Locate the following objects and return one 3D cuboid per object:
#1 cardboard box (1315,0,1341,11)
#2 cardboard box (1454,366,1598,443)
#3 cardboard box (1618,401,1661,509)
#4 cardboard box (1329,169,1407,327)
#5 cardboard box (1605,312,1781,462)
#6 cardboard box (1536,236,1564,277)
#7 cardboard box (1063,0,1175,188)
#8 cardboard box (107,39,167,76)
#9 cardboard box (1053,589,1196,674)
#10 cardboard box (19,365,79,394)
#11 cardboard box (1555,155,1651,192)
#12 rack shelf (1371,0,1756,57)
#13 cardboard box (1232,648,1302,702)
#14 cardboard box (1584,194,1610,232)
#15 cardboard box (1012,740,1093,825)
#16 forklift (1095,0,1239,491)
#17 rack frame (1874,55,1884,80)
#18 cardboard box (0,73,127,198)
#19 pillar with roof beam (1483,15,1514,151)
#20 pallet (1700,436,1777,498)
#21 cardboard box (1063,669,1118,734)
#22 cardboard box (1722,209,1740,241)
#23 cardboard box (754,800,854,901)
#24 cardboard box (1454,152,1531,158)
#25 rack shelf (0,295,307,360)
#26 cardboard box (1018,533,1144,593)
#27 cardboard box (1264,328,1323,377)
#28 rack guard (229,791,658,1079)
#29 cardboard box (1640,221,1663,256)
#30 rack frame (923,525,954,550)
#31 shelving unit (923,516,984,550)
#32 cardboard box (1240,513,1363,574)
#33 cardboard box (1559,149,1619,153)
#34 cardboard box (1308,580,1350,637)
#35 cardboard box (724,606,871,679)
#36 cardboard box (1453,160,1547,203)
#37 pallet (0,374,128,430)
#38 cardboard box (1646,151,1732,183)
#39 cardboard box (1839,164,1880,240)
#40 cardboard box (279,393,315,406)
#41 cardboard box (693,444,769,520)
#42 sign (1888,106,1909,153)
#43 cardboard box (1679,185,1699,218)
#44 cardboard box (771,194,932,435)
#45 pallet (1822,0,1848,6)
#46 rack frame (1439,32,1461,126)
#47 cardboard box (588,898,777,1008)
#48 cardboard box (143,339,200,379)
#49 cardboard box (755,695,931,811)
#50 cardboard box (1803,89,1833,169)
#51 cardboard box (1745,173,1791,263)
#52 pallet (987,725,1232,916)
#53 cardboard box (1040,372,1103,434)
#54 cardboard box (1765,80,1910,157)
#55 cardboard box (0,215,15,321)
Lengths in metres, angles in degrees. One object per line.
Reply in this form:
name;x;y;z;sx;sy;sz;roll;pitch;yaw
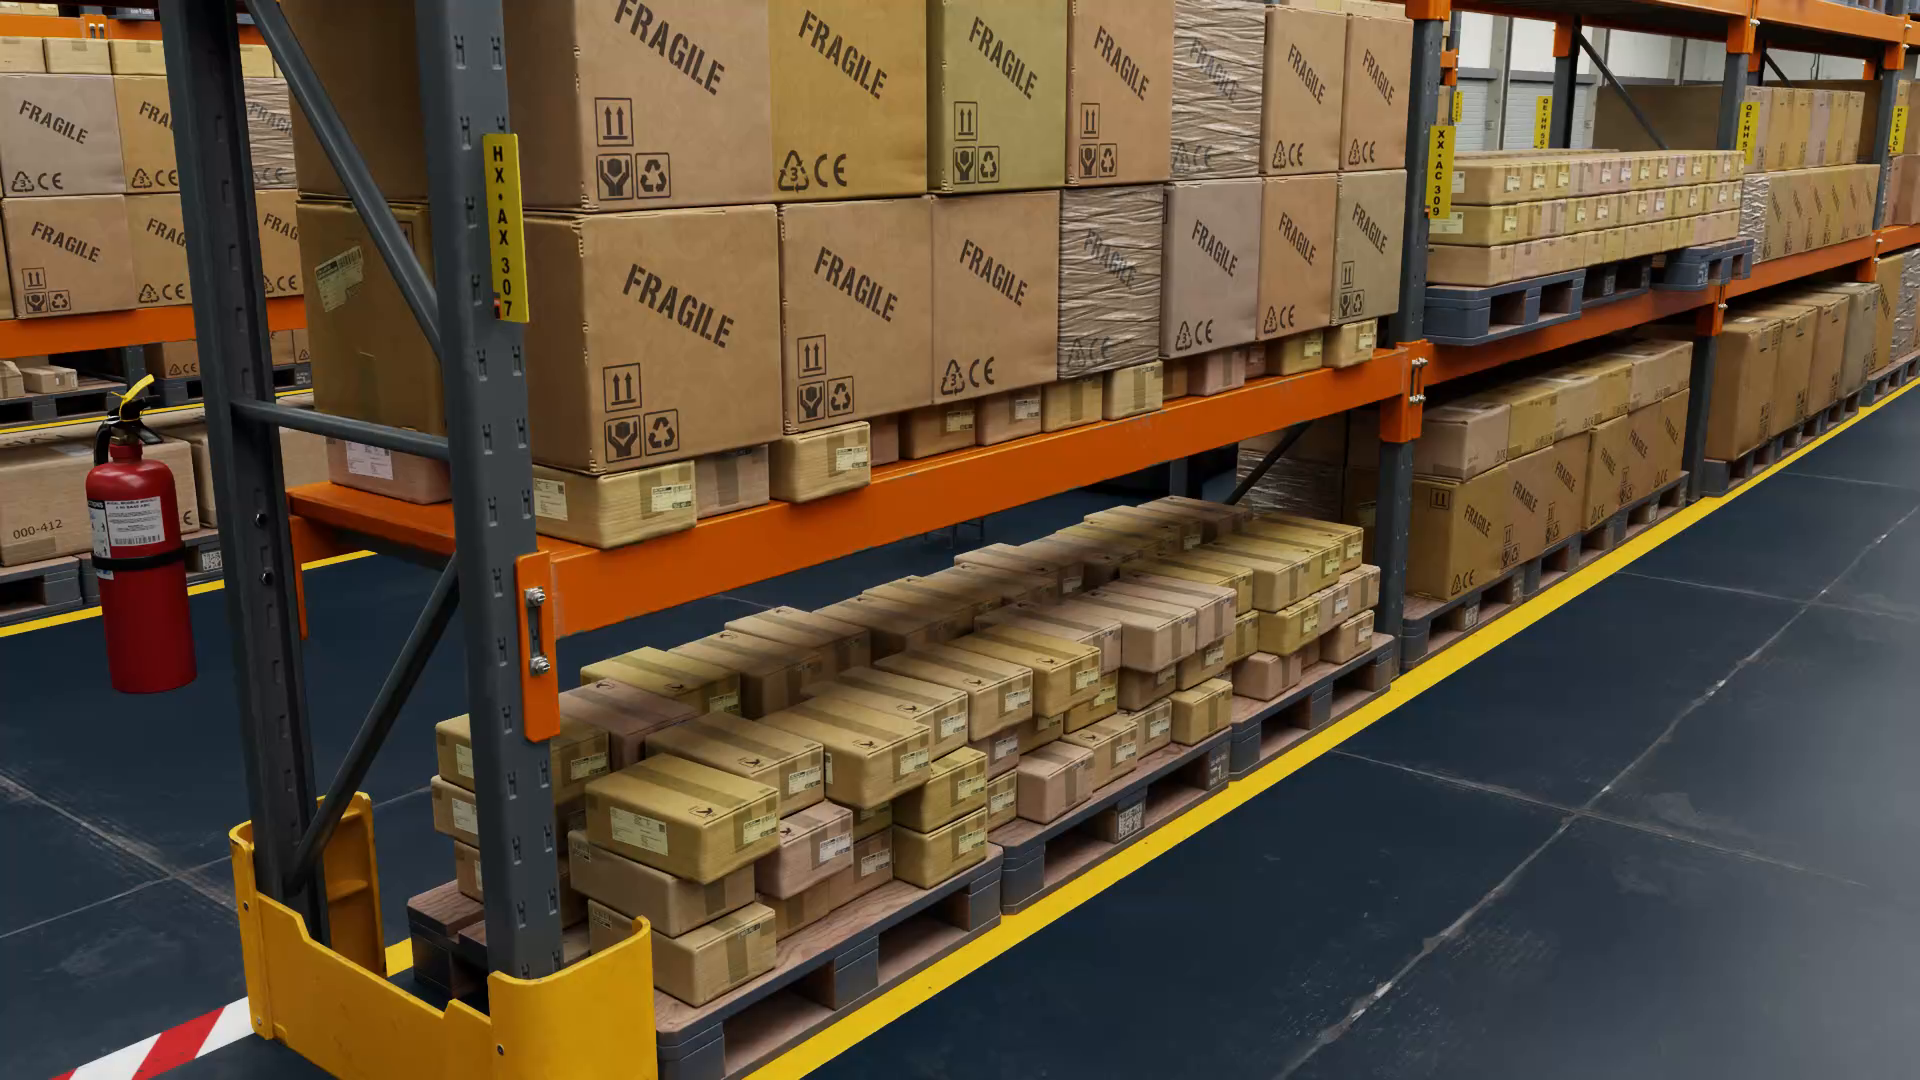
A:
cardboard box;3.210;-4.926;15.528;0.500;0.250;0.500;11;18;37
cardboard box;2.615;-0.635;7.731;0.500;0.250;0.500;12;19;40
cardboard box;3.263;-0.472;8.613;0.500;0.500;0.500;12;19;40
cardboard box;1.205;-1.036;5.801;0.500;0.500;0.500;11;18;38
cardboard box;4.256;-0.961;10.031;1.050;0.750;0.750;11;18;37
cardboard box;2.224;-1.167;6.781;0.380;0.149;0.250;11;18;38
cardboard box;0.237;-1.227;4.525;0.500;0.500;0.500;11;18;36
cardboard box;-3.693;-2.123;7.337;0.380;0.149;0.250;11;18;36
cardboard box;0.505;0.280;5.158;0.380;0.149;0.250;10;18;36
cardboard box;-6.610;-1.163;12.047;0.380;0.149;0.250;11;18;36
cardboard box;2.873;-1.654;7.490;0.380;0.149;0.250;12;19;39
rack shelf;2.546;-2.468;7.613;1.077;0.370;4.000;11;18;38
cardboard box;0.963;0.424;5.799;0.380;0.149;0.250;11;18;36
cardboard box;2.548;-1.411;7.138;0.380;0.149;0.250;12;19;40
cardboard box;0.161;0.673;4.820;0.380;0.149;0.250;10;17;35
forklift;1.435;-2.017;10.609;1.130;2.935;3.031;8;16;30
rack frame;8.831;-3.278;15.433;1.000;3.000;0.127;11;18;38
cardboard box;-3.979;-1.741;7.150;0.500;0.500;0.500;11;18;37
pillar with roof beam;14.577;-10.486;31.625;9.100;9.000;0.400;11;18;38
pallet;4.357;-0.533;10.294;1.003;0.211;1.213;11;18;38
cardboard box;0.259;0.449;5.095;0.380;0.149;0.250;12;19;40
cardboard box;3.850;-1.662;8.729;0.380;0.149;0.250;12;18;38
cardboard box;-0.480;0.716;4.044;0.380;0.149;0.250;11;18;37
cardboard box;2.537;-1.805;8.086;0.380;0.149;0.250;12;19;39
rack shelf;-3.882;-0.994;7.906;1.077;0.370;4.000;11;18;38
cardboard box;0.425;0.097;5.876;0.380;0.149;0.250;11;18;36
cardboard box;1.000;-0.659;5.634;0.380;0.149;0.250;12;19;40
rack guard;-1.177;0.984;3.736;1.175;0.500;0.348;11;18;38
cardboard box;3.040;-1.417;7.765;0.380;0.149;0.250;12;19;39
rack frame;-0.110;-0.475;8.361;0.200;1.050;0.008;11;18;38
shelving unit;-0.034;-0.499;8.453;0.215;1.050;0.252;11;18;38
cardboard box;1.268;0.019;6.186;0.380;0.149;0.250;12;18;39
cardboard box;3.359;-2.056;9.074;0.380;0.149;0.250;11;18;38
cardboard box;1.178;0.218;6.006;0.380;0.149;0.250;10;17;35
cardboard box;-0.486;0.328;4.970;0.380;0.149;0.250;12;19;40
cardboard box;2.065;-1.408;6.523;0.380;0.149;0.250;12;18;39
pallet;-6.920;-1.011;12.173;1.003;0.211;1.213;11;18;38
cardboard box;3.692;-1.903;8.471;0.380;0.149;0.250;11;18;37
cardboard box;6.197;-2.419;11.849;0.500;0.500;0.500;11;18;37
cardboard box;-3.103;-0.584;9.181;0.875;0.438;0.875;11;18;37
cardboard box;-0.639;-0.158;3.663;0.380;0.149;0.250;12;19;40
sign;6.745;-2.952;11.961;0.100;0.325;0.005;11;18;38
cardboard box;3.359;-1.656;8.104;0.380;0.149;0.250;11;18;38
cardboard box;-0.412;-0.556;3.911;0.500;0.500;0.500;11;18;38
pallet;4.867;-3.454;10.418;1.003;0.211;1.213;12;19;40
rack frame;4.917;-4.024;18.372;1.000;3.000;0.127;11;18;38
cardboard box;-0.647;0.914;3.870;0.380;0.149;0.250;12;18;39
cardboard box;-6.009;-1.543;12.830;0.500;0.500;0.500;12;19;40
cardboard box;-0.294;0.529;4.178;0.380;0.149;0.250;11;18;37
cardboard box;5.370;-2.753;11.134;0.700;0.500;0.500;11;18;38
cardboard box;4.612;-1.936;9.948;0.500;0.500;0.500;11;18;37
pallet;0.128;0.741;5.278;1.003;0.211;1.213;11;18;38
cardboard box;0.174;-0.410;4.653;0.380;0.149;0.250;12;19;40
cardboard box;6.575;-3.173;12.523;0.875;0.550;0.550;11;18;38
cardboard box;-4.318;-1.157;6.883;0.500;0.500;0.500;11;18;37
